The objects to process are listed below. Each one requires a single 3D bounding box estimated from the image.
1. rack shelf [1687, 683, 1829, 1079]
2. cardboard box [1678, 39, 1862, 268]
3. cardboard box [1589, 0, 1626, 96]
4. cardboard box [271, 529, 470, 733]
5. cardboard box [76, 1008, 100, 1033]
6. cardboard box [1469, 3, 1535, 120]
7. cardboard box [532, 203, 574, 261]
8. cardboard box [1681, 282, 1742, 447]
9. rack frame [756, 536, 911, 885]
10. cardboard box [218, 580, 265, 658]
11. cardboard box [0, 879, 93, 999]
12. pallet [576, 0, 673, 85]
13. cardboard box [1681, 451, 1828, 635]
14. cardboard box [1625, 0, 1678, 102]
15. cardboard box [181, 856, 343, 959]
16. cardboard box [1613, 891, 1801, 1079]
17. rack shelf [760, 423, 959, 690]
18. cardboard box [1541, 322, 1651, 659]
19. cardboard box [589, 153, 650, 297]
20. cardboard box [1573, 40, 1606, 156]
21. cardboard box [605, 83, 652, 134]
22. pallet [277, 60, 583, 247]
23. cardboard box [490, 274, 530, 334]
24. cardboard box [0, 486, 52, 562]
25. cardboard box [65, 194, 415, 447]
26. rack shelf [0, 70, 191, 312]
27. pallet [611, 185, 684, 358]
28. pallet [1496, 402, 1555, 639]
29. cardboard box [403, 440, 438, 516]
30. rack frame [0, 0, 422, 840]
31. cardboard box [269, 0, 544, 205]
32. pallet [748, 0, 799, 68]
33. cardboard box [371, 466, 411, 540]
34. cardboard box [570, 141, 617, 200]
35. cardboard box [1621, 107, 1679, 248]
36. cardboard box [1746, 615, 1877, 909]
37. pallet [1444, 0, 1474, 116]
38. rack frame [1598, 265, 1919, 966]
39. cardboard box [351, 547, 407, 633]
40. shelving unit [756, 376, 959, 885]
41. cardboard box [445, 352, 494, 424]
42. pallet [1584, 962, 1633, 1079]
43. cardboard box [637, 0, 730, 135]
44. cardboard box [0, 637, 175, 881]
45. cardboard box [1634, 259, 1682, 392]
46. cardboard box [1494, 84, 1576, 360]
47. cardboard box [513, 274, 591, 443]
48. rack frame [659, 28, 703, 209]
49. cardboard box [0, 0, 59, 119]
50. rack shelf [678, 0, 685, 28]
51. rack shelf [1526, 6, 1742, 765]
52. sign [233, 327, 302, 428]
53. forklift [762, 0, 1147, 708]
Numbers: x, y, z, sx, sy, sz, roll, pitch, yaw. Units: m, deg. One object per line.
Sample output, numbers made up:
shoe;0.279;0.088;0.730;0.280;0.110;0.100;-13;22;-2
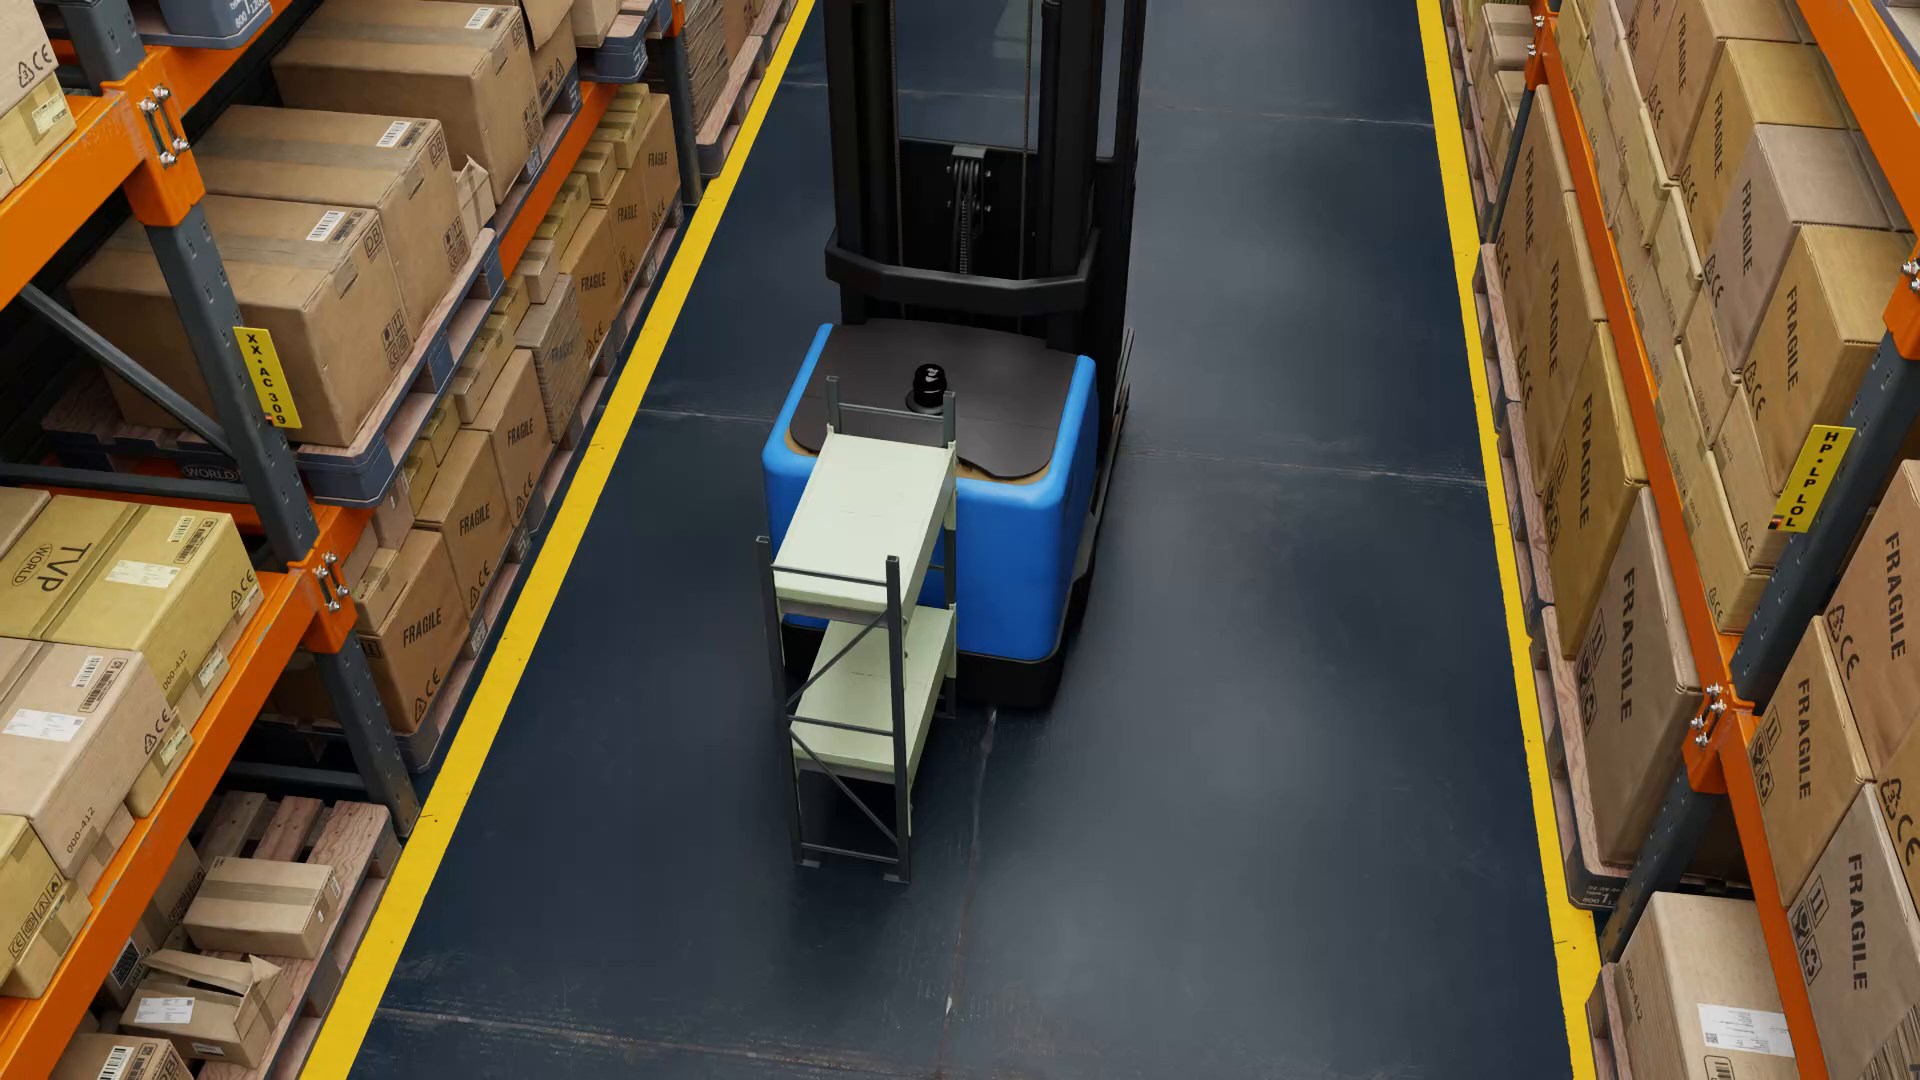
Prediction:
rack shelf;2.289;1.918;3.066;1.077;0.370;4.000;5;44;6
cardboard box;2.511;-1.130;4.962;0.500;0.500;0.500;6;44;7
cardboard box;2.701;-1.885;6.304;0.500;0.250;0.500;6;44;7
cardboard box;-2.081;0.291;5.774;0.500;0.500;0.500;7;44;7
cardboard box;-2.747;1.452;4.803;0.380;0.149;0.250;5;44;5
cardboard box;3.256;-2.519;8.834;0.950;0.372;0.625;4;44;5
cardboard box;-1.849;-1.292;6.974;0.380;0.149;0.250;5;44;5
cardboard box;2.429;-0.498;4.839;0.500;0.250;0.500;6;44;7
rack frame;-0.363;0.568;5.059;0.400;1.500;0.023;8;44;9
cardboard box;-2.159;0.176;4.565;0.380;0.149;0.250;6;44;6
cardboard box;-2.250;0.888;3.813;0.380;0.149;0.250;5;44;5
pallet;-1.859;-2.343;7.183;1.213;0.211;1.003;5;44;6
cardboard box;2.362;0.019;4.657;0.500;0.250;0.500;4;44;5
cardboard box;2.634;-1.828;5.699;0.500;0.500;0.500;6;44;7
cardboard box;-2.150;1.134;5.139;0.380;0.149;0.250;4;44;4
cardboard box;2.364;1.489;4.554;0.875;0.438;0.875;5;44;5
rack shelf;-0.287;0.039;5.051;0.431;0.370;0.720;8;44;9
cardboard box;2.667;-0.134;5.950;0.875;0.875;0.875;6;44;7
cardboard box;-1.758;-1.478;7.642;0.500;0.500;0.500;5;44;5
cardboard box;2.717;-1.716;6.490;0.500;0.250;0.500;4;44;4
cardboard box;-1.653;-2.002;7.724;0.380;0.149;0.250;3;44;3
pallet;-2.091;-1.486;6.277;1.003;0.211;1.213;5;44;6
cardboard box;-1.939;-0.938;6.600;0.380;0.149;0.250;5;44;6
cardboard box;-2.701;0.104;4.351;0.500;0.250;0.500;5;44;5
cardboard box;-2.082;-0.653;4.880;0.700;0.500;0.500;6;44;7
rack shelf;-2.632;0.380;2.509;1.077;0.370;4.000;5;44;6
pallet;-1.975;-1.363;8.036;1.003;0.211;1.213;5;44;6
pallet;2.739;-0.061;6.661;1.003;0.211;1.213;5;44;6
cardboard box;-2.074;-0.228;5.850;0.380;0.149;0.250;3;44;3
rack frame;-2.368;-0.155;4.732;1.000;3.000;0.127;5;44;6
cardboard box;-1.910;-1.541;5.818;0.700;0.500;0.500;5;44;5
pallet;-1.528;-3.255;10.035;1.003;0.211;1.213;5;44;6
cardboard box;-2.070;-0.145;5.546;0.380;0.149;0.250;3;44;3
cardboard box;-1.737;-1.638;7.339;0.380;0.149;0.250;4;44;4
cardboard box;2.542;-1.202;5.583;0.500;0.250;0.500;6;44;6
cardboard box;2.231;0.553;3.912;0.500;0.500;0.500;7;44;7
pallet;3.350;-2.782;9.534;1.003;0.211;1.213;5;44;6
rack frame;2.553;0.293;4.259;1.000;3.000;0.127;5;44;6
cardboard box;-2.056;0.144;5.457;0.380;0.149;0.250;7;44;7
shelving unit;-0.287;0.322;5.319;0.431;1.500;0.755;8;44;9
cardboard box;-1.981;-0.583;6.225;0.380;0.149;0.250;5;44;5
pallet;2.375;1.817;4.678;1.003;0.211;1.213;5;44;6
cardboard box;-1.743;-2.595;8.731;0.875;0.625;0.625;7;44;7
cardboard box;-2.245;0.503;3.930;0.500;0.250;0.500;5;44;6
cardboard box;2.516;-0.670;5.385;0.500;0.250;0.500;4;44;4
cardboard box;2.908;-1.351;7.235;0.875;0.875;0.875;5;44;5
cardboard box;-1.875;-0.766;6.890;0.500;0.500;0.500;4;44;4
rack frame;-1.839;-2.881;7.611;1.000;3.000;0.127;5;44;6
cardboard box;-2.183;-0.946;3.279;0.500;0.250;0.500;5;44;6
rack shelf;-1.574;-3.983;9.298;1.077;0.370;4.000;5;44;6
rack shelf;2.817;-0.809;5.945;1.077;0.370;4.000;5;44;6
sign;-1.829;-0.426;4.388;0.100;0.325;0.005;5;44;6
forklift;8.655;0.478;3.965;19.036;3.140;5.327;8;44;9
